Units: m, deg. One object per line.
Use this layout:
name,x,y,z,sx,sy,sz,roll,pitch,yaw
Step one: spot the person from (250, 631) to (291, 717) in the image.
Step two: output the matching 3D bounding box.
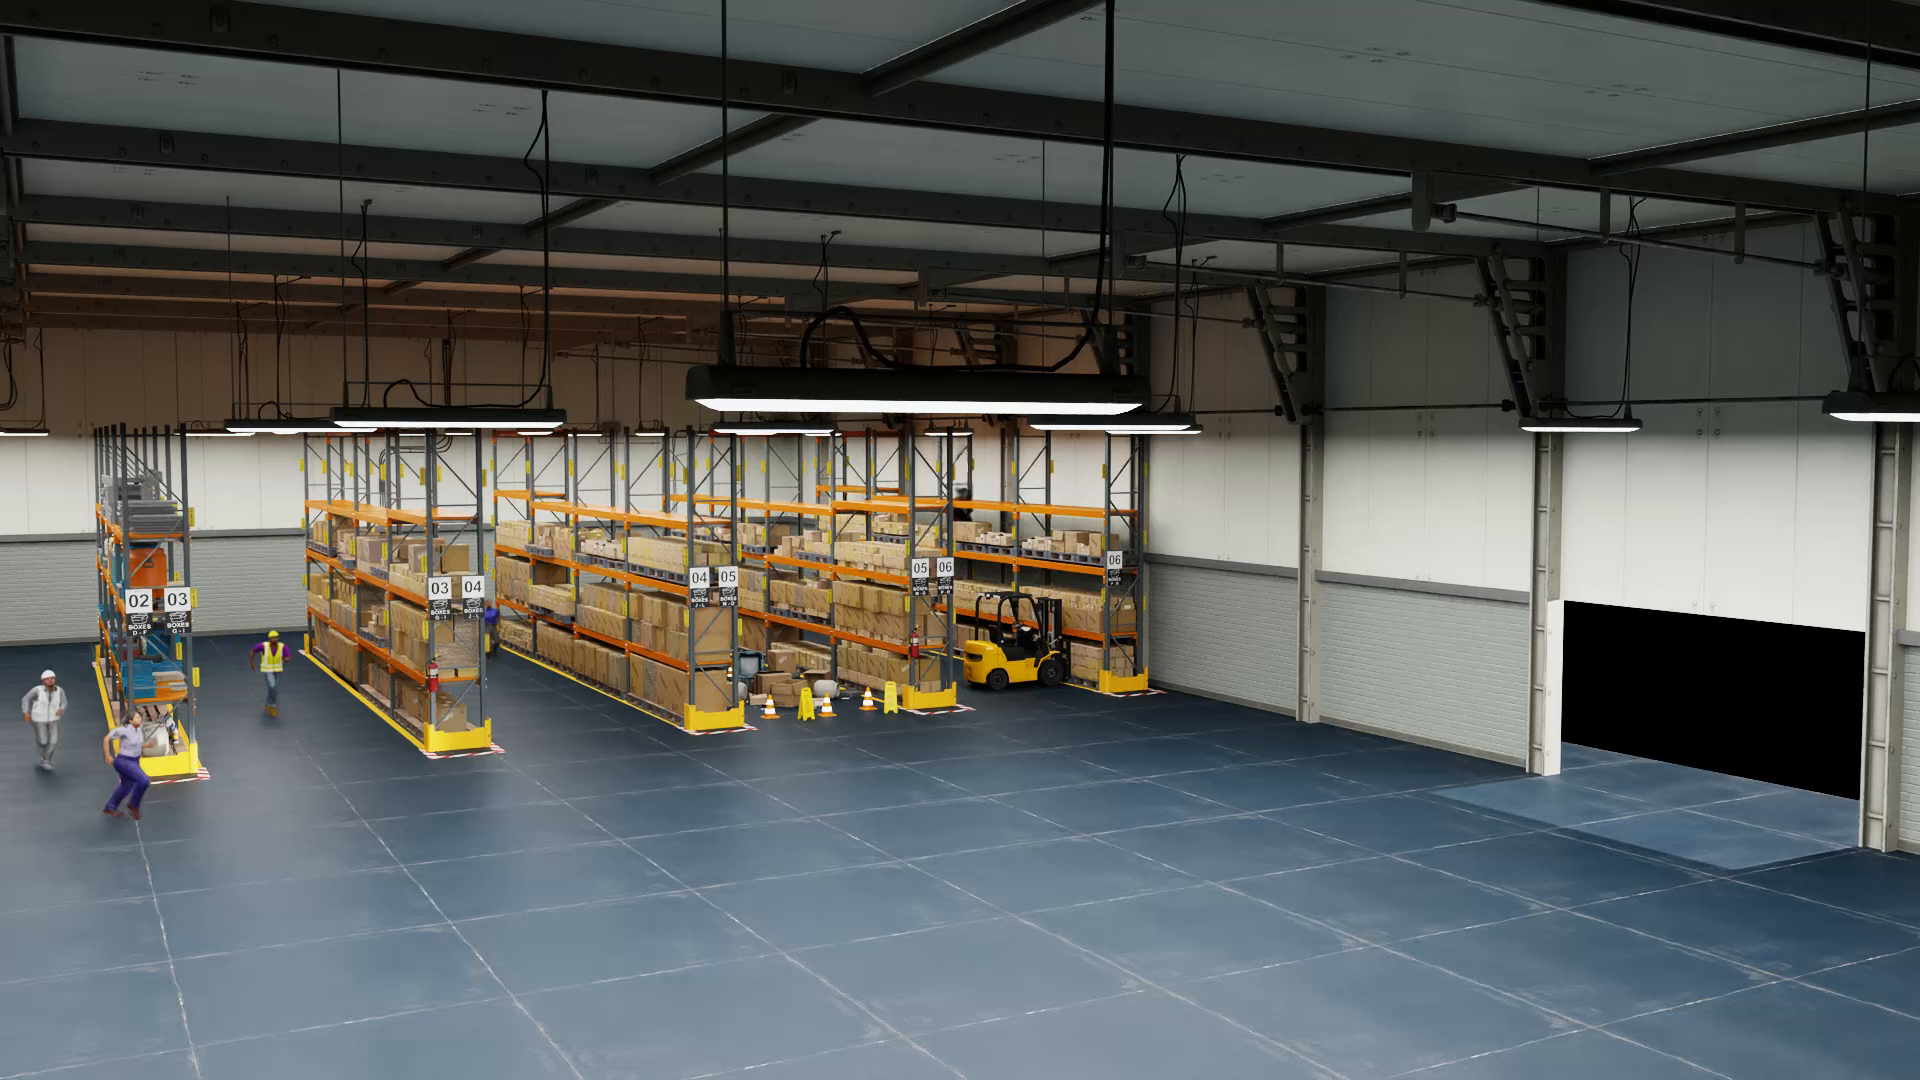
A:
person,-14.279,2.762,34.500,0.729,1.787,0.837,-3,4,-38

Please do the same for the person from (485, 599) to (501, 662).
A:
person,-12.060,2.337,42.815,0.583,1.621,0.572,-2,4,-31

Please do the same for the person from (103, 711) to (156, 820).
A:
person,-12.509,3.392,25.001,0.795,1.644,0.630,0,3,0

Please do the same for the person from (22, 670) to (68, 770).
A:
person,-15.907,3.125,28.944,0.693,1.730,0.682,-3,5,-42
